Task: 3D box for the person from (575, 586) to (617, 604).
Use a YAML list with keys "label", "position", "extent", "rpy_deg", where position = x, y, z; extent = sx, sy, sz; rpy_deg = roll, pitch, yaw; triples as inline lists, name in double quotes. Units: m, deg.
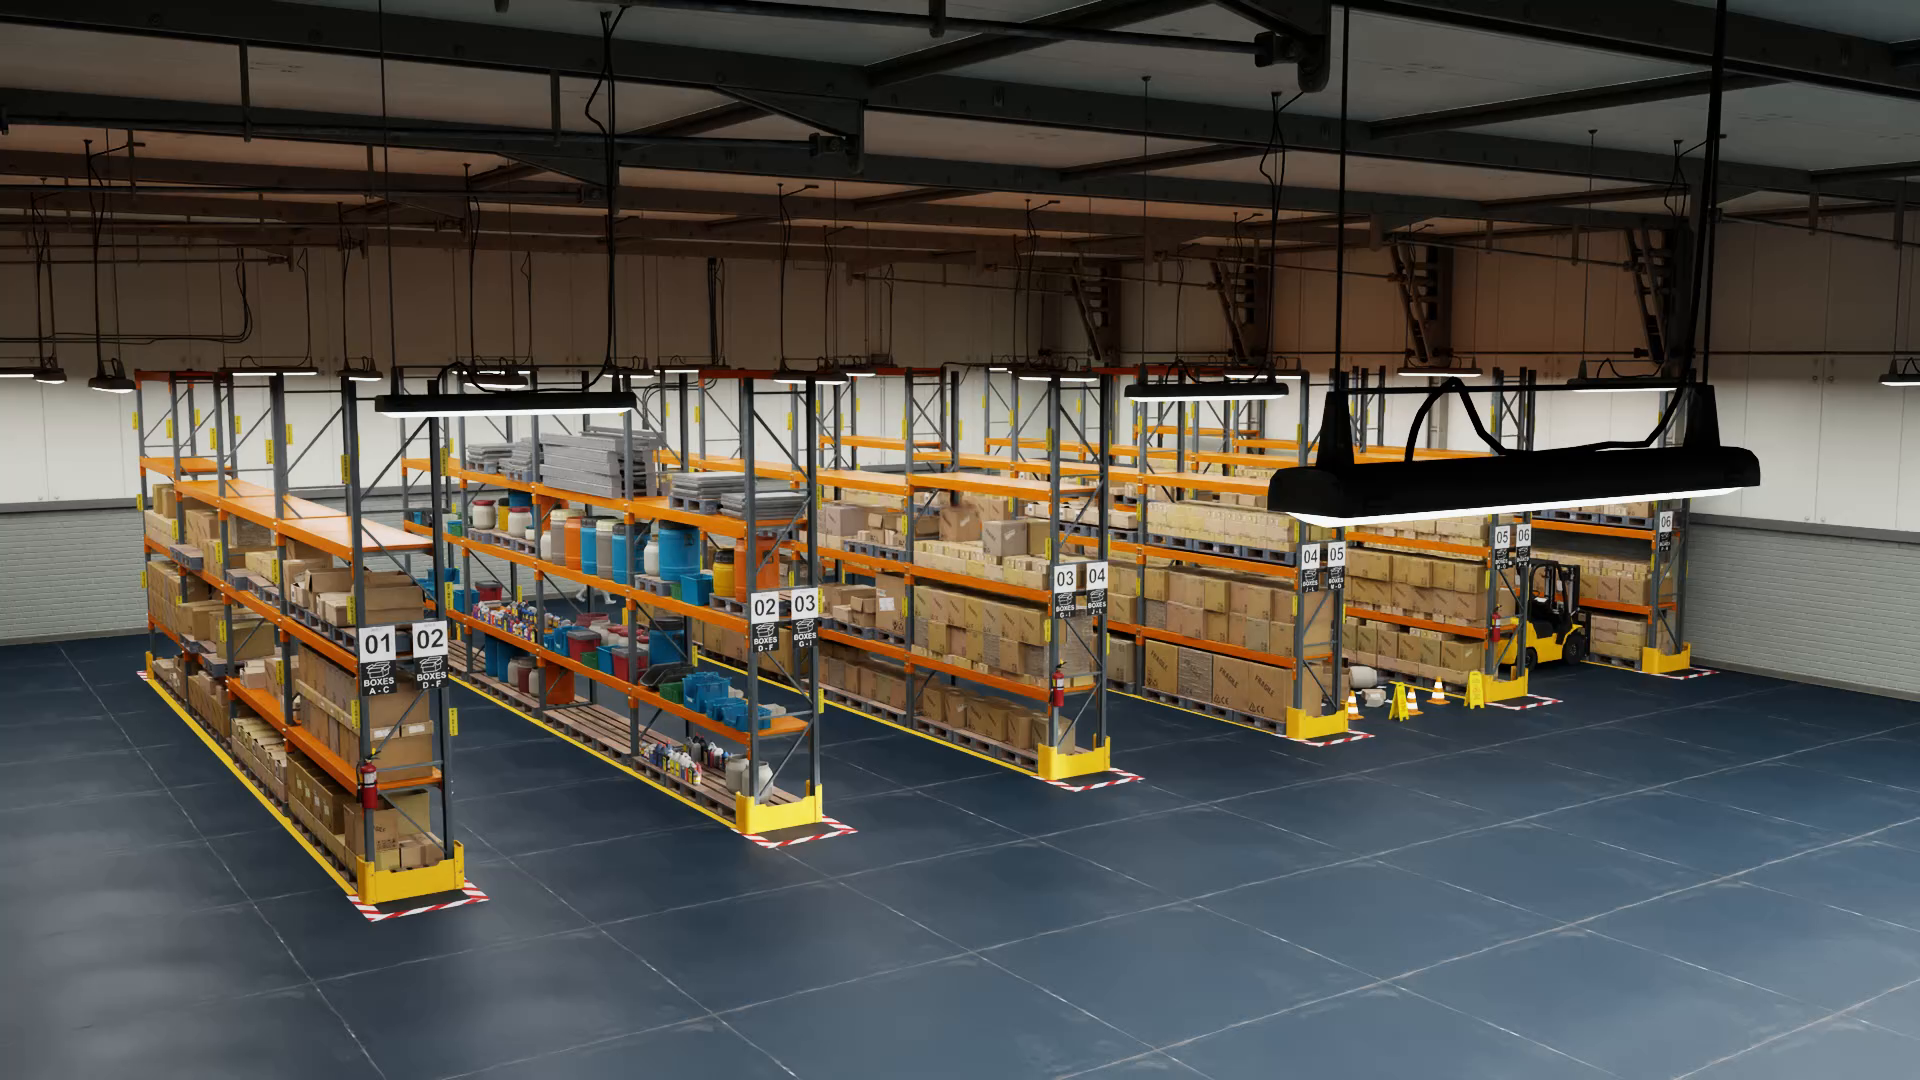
- label: "person"
  position: [-9.167, 0.802, 41.791]
  extent: [1.026, 1.622, 0.462]
  rpy_deg: [-1, 7, -12]
